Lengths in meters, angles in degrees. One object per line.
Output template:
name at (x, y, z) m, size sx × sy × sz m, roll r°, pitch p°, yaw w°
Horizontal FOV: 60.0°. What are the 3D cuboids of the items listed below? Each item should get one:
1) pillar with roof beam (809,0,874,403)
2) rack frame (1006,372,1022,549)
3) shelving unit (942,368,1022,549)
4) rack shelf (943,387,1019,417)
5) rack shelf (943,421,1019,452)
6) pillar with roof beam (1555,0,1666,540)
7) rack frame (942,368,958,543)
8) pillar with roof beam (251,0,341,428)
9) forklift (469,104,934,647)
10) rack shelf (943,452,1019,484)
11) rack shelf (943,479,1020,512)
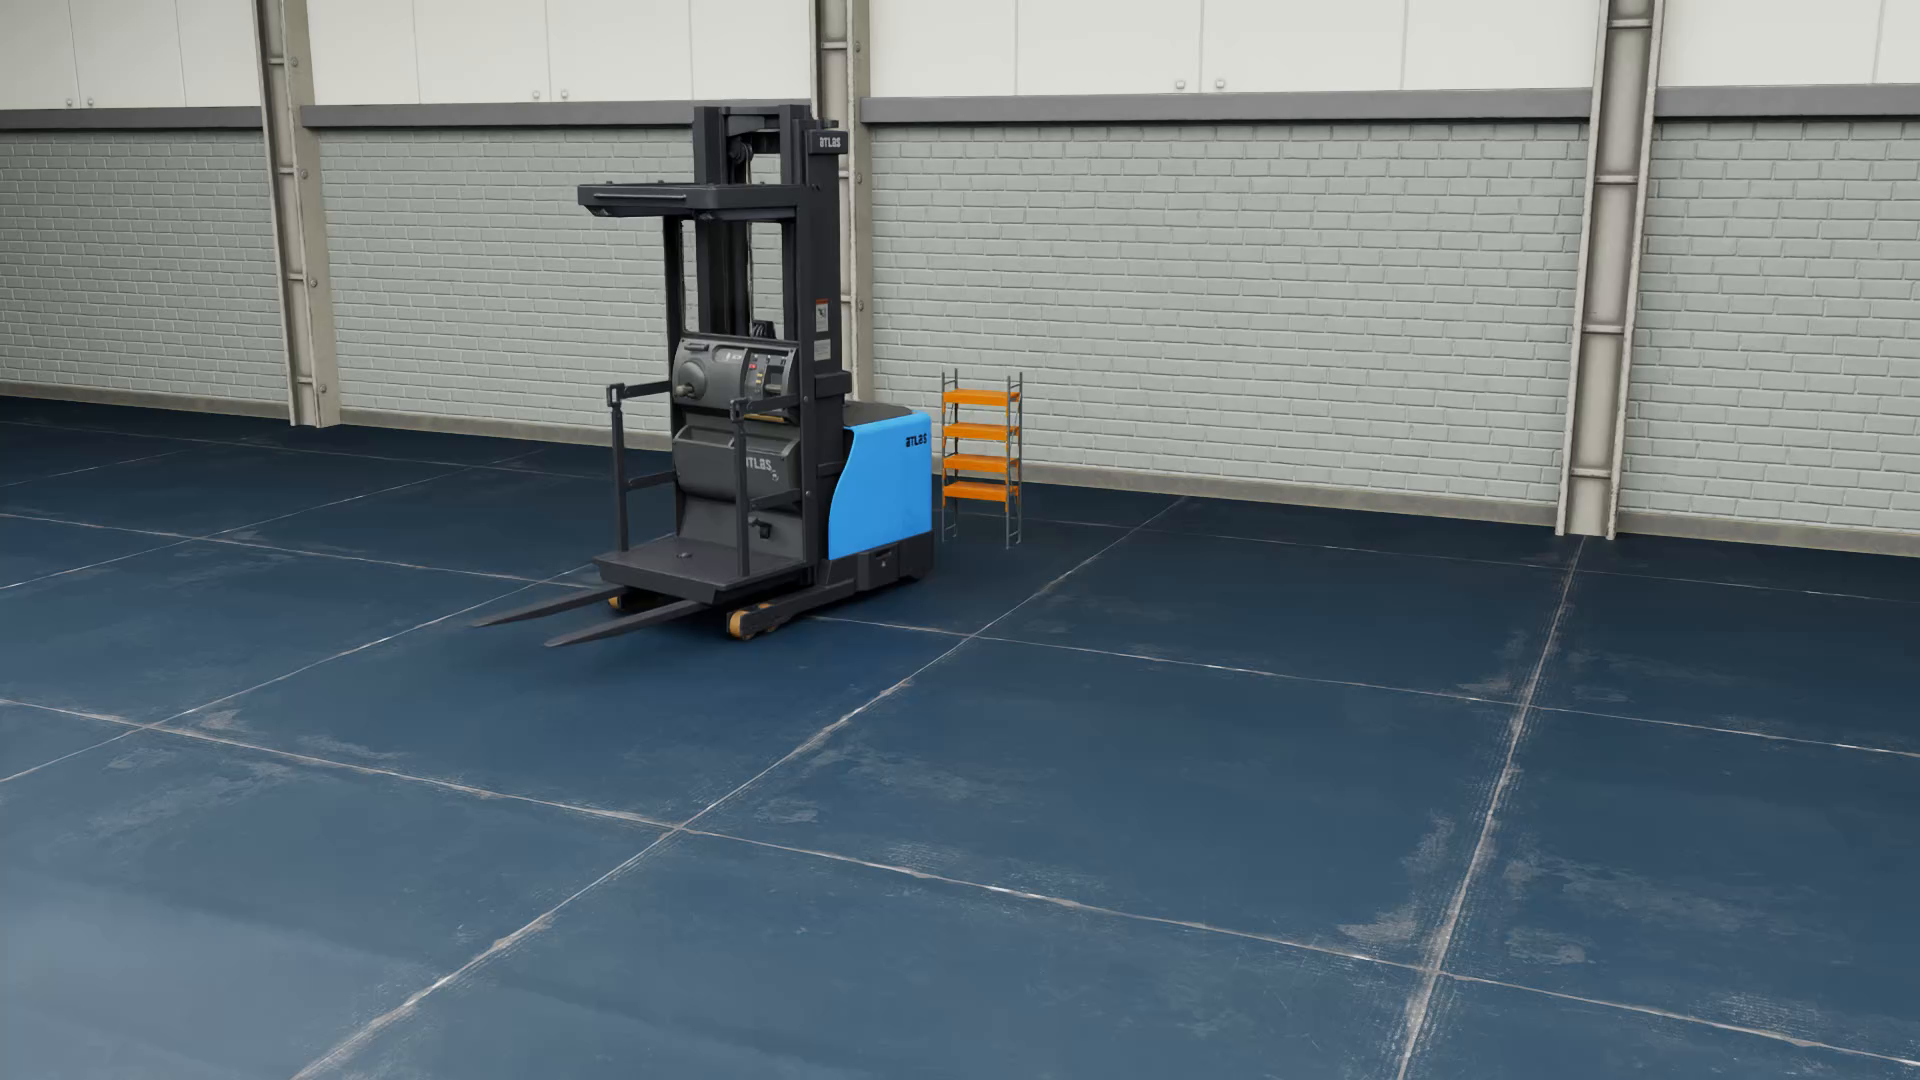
pillar with roof beam at (-2.721, -4.089, 9.481) m, size 0.400 × 9.000 × 9.100 m, roll 6°, pitch 14°, yaw 23°
rack frame at (0.374, -0.546, 11.456) m, size 0.015 × 1.200 × 0.240 m, roll 6°, pitch 14°, yaw 23°
shelving unit at (0.151, -0.569, 11.552) m, size 0.503 × 1.200 × 0.258 m, roll 6°, pitch 14°, yaw 23°
rack shelf at (0.151, -0.951, 11.463) m, size 0.480 × 0.148 × 0.258 m, roll 6°, pitch 14°, yaw 23°
rack shelf at (0.151, -0.721, 11.517) m, size 0.480 × 0.148 × 0.258 m, roll 6°, pitch 14°, yaw 23°
pillar with roof beam at (2.765, -3.533, 7.115) m, size 0.400 × 9.000 × 9.100 m, roll 6°, pitch 14°, yaw 23°
rack frame at (-0.072, -0.591, 11.649) m, size 0.015 × 1.200 × 0.240 m, roll 6°, pitch 14°, yaw 23°
pillar with roof beam at (-8.207, -4.644, 11.847) m, size 0.400 × 9.000 × 9.100 m, roll 6°, pitch 14°, yaw 23°
forklift at (-1.449, -0.991, 9.561) m, size 1.130 × 2.935 × 3.031 m, roll 10°, pitch 16°, yaw 36°
rack shelf at (0.151, -0.503, 11.568) m, size 0.480 × 0.148 × 0.258 m, roll 6°, pitch 14°, yaw 23°
rack shelf at (0.151, -0.310, 11.613) m, size 0.480 × 0.148 × 0.258 m, roll 6°, pitch 14°, yaw 23°
